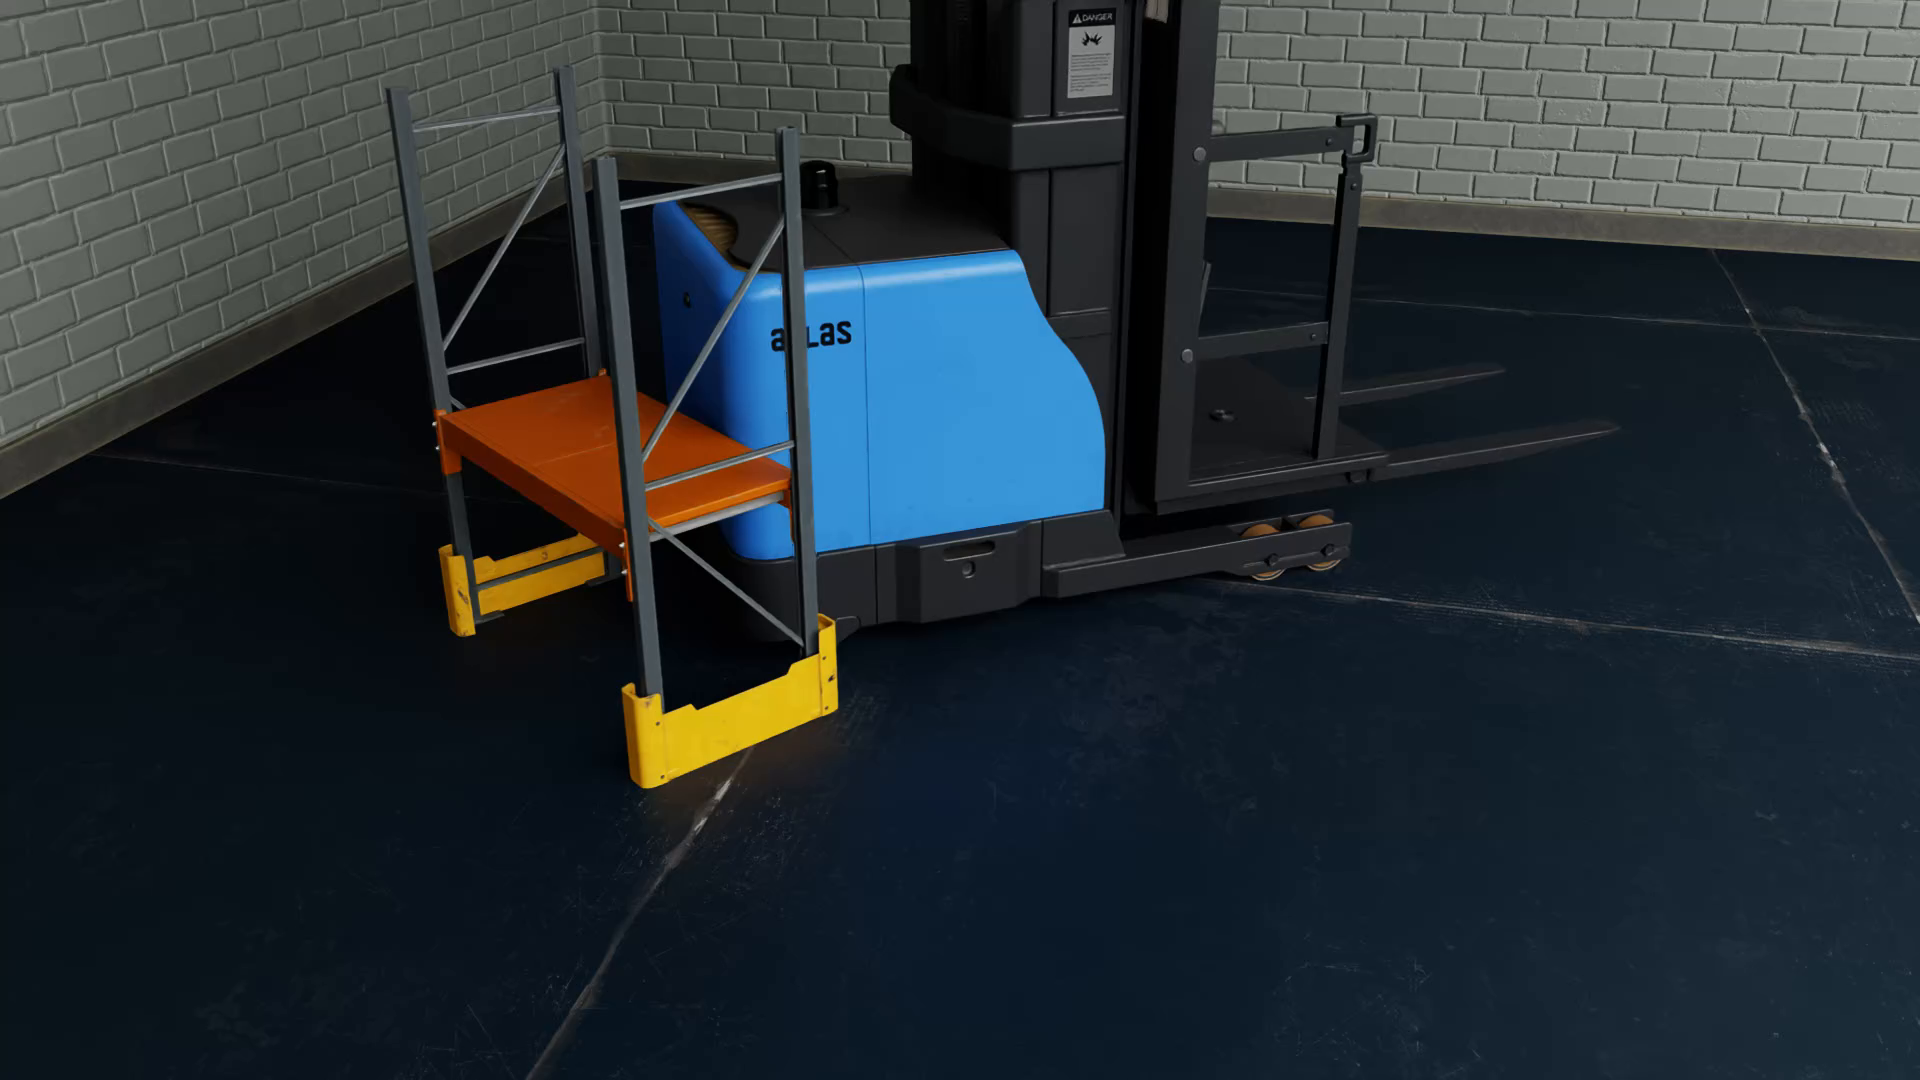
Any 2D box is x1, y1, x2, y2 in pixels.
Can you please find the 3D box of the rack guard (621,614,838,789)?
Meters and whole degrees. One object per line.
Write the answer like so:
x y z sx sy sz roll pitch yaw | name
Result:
-0.559 0.394 4.132 0.587 0.250 0.087 -20 32 -36 | rack guard

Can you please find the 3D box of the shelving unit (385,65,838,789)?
-0.882 -0.333 4.205 0.587 1.500 1.083 -20 32 -36 | shelving unit

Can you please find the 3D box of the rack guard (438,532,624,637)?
-1.206 0.068 4.816 0.587 0.250 0.087 -20 32 -36 | rack guard

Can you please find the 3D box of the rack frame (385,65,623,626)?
-1.218 -0.502 4.561 0.500 1.500 0.032 -20 32 -36 | rack frame

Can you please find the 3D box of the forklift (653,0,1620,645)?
0.656 -1.404 4.789 3.031 2.935 1.130 -9 27 -18 | forklift

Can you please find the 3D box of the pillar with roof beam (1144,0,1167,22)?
-0.244 -4.000 3.182 0.400 9.000 9.100 6 26 13 | pillar with roof beam

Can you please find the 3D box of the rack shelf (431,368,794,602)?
-0.888 -0.174 4.289 0.538 0.185 1.000 -20 32 -36 | rack shelf

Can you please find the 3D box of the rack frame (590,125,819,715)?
-0.558 -0.170 3.863 0.500 1.500 0.032 -20 32 -36 | rack frame
